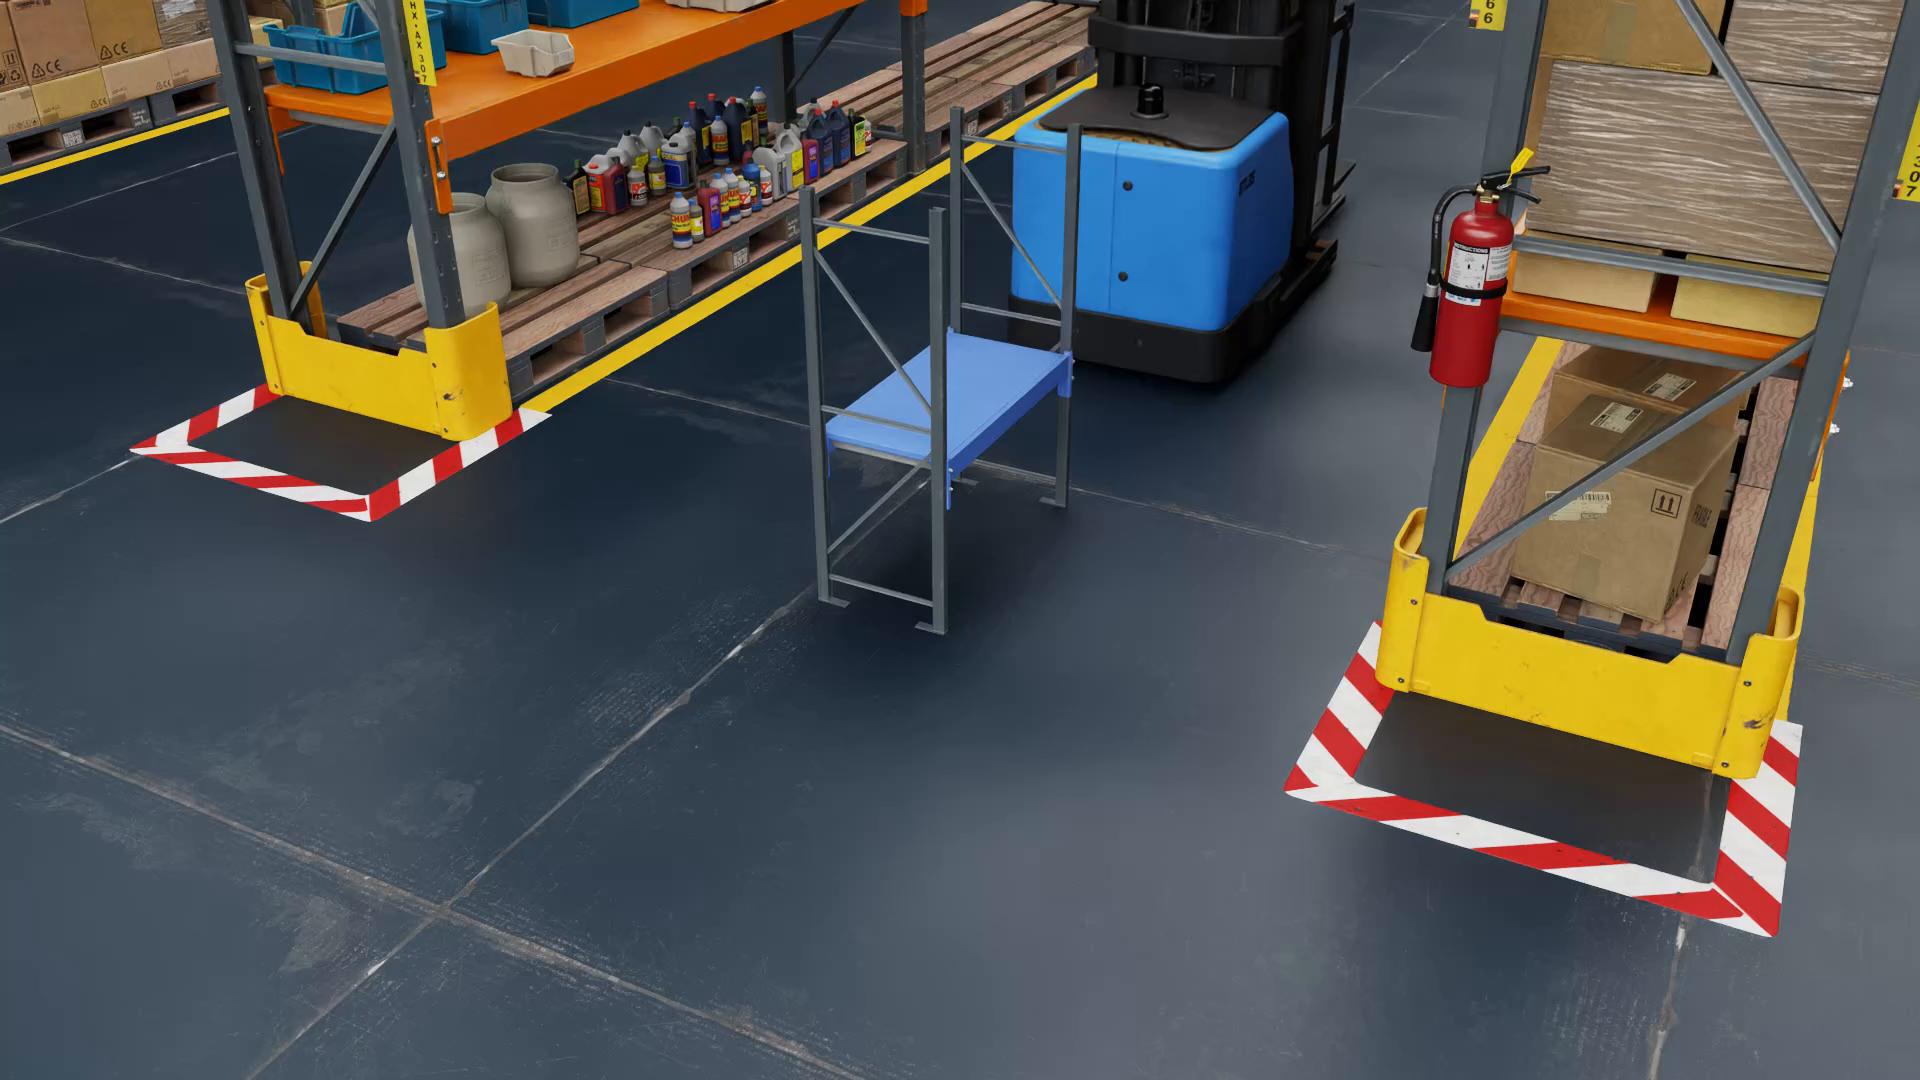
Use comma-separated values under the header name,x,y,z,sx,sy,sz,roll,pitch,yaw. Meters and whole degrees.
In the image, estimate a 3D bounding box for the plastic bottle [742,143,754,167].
name,x,y,z,sx,sy,sz,roll,pitch,yaw
plastic bottle,-1.125,-2.028,9.055,0.061,0.283,0.133,14,33,23

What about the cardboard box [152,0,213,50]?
name,x,y,z,sx,sy,sz,roll,pitch,yaw
cardboard box,-5.344,-3.607,11.106,0.500,0.500,0.500,14,33,23

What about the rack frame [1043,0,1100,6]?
name,x,y,z,sx,sy,sz,roll,pitch,yaw
rack frame,1.141,-5.415,12.667,1.000,3.000,0.127,14,33,23

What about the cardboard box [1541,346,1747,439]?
name,x,y,z,sx,sy,sz,roll,pitch,yaw
cardboard box,2.447,-0.388,6.003,0.500,0.500,0.500,24,38,36

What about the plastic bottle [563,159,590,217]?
name,x,y,z,sx,sy,sz,roll,pitch,yaw
plastic bottle,-2.020,-1.850,8.746,0.061,0.283,0.133,15,33,24

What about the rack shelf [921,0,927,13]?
name,x,y,z,sx,sy,sz,roll,pitch,yaw
rack shelf,0.230,-4.216,11.302,1.077,0.370,4.000,14,33,23

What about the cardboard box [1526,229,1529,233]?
name,x,y,z,sx,sy,sz,roll,pitch,yaw
cardboard box,2.034,-1.042,5.305,0.380,0.149,0.250,14,33,23

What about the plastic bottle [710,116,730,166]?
name,x,y,z,sx,sy,sz,roll,pitch,yaw
plastic bottle,-1.377,-2.294,9.530,0.097,0.271,0.097,0,30,0

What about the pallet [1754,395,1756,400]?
name,x,y,z,sx,sy,sz,roll,pitch,yaw
pallet,3.453,-1.003,7.784,1.003,0.211,1.213,14,33,23

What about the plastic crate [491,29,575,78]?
name,x,y,z,sx,sy,sz,roll,pitch,yaw
plastic crate,-1.809,-2.077,7.120,0.298,0.136,0.250,14,33,23

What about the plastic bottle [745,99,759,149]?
name,x,y,z,sx,sy,sz,roll,pitch,yaw
plastic bottle,-1.245,-2.439,9.771,0.061,0.283,0.133,14,33,23

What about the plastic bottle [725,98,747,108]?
name,x,y,z,sx,sy,sz,roll,pitch,yaw
plastic bottle,-1.340,-2.460,9.814,0.152,0.276,0.135,16,33,25

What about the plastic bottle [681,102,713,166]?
name,x,y,z,sx,sy,sz,roll,pitch,yaw
plastic bottle,-1.504,-2.336,9.524,0.144,0.351,0.185,13,32,21

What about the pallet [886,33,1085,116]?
name,x,y,z,sx,sy,sz,roll,pitch,yaw
pallet,0.197,-3.332,11.840,1.003,0.211,1.213,14,33,23

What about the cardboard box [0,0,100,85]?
name,x,y,z,sx,sy,sz,roll,pitch,yaw
cardboard box,-5.783,-3.160,10.327,0.500,0.500,0.500,14,33,23

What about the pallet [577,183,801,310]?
name,x,y,z,sx,sy,sz,roll,pitch,yaw
pallet,-1.579,-1.601,8.826,1.003,0.211,1.213,14,33,23

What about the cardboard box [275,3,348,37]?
name,x,y,z,sx,sy,sz,roll,pitch,yaw
cardboard box,-4.685,-3.879,12.332,0.500,0.250,0.500,13,33,22

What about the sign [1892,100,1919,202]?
name,x,y,z,sx,sy,sz,roll,pitch,yaw
sign,2.389,-0.997,4.105,0.100,0.325,0.005,14,33,23

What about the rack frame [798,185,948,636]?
name,x,y,z,sx,sy,sz,roll,pitch,yaw
rack frame,-0.270,-0.387,5.418,0.500,1.500,0.032,14,33,23

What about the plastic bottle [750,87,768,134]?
name,x,y,z,sx,sy,sz,roll,pitch,yaw
plastic bottle,-1.217,-2.607,10.076,0.097,0.271,0.097,0,30,0

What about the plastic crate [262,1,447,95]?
name,x,y,z,sx,sy,sz,roll,pitch,yaw
plastic crate,-2.542,-2.093,7.033,0.499,0.251,0.616,14,33,23

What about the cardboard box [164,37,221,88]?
name,x,y,z,sx,sy,sz,roll,pitch,yaw
cardboard box,-5.342,-3.282,11.292,0.500,0.250,0.500,14,33,23

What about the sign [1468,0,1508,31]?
name,x,y,z,sx,sy,sz,roll,pitch,yaw
sign,1.421,-1.518,4.402,0.100,0.325,0.005,14,33,23

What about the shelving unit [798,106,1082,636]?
name,x,y,z,sx,sy,sz,roll,pitch,yaw
shelving unit,-0.039,-0.613,5.811,0.538,1.500,1.048,14,33,23

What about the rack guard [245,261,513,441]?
name,x,y,z,sx,sy,sz,roll,pitch,yaw
rack guard,-2.511,-0.828,7.191,1.175,0.500,0.348,14,33,23

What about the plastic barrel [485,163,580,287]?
name,x,y,z,sx,sy,sz,roll,pitch,yaw
plastic barrel,-2.043,-1.503,7.931,0.421,0.512,0.421,0,30,0

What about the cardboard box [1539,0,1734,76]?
name,x,y,z,sx,sy,sz,roll,pitch,yaw
cardboard box,1.936,-1.650,4.709,0.500,0.500,0.500,14,33,23

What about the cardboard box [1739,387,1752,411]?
name,x,y,z,sx,sy,sz,roll,pitch,yaw
cardboard box,3.043,-0.899,6.892,0.500,0.500,0.500,11,32,19

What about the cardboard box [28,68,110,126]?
name,x,y,z,sx,sy,sz,roll,pitch,yaw
cardboard box,-5.784,-2.835,10.514,0.500,0.250,0.500,14,33,23

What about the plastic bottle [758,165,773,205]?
name,x,y,z,sx,sy,sz,roll,pitch,yaw
plastic bottle,-1.060,-1.910,8.932,0.097,0.201,0.097,0,30,0

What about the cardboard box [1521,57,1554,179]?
name,x,y,z,sx,sy,sz,roll,pitch,yaw
cardboard box,2.302,-1.403,5.282,0.875,0.500,0.500,14,33,23

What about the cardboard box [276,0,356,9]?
name,x,y,z,sx,sy,sz,roll,pitch,yaw
cardboard box,-4.679,-4.126,12.200,0.500,0.311,0.500,14,33,23

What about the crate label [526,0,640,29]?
name,x,y,z,sx,sy,sz,roll,pitch,yaw
crate label,-1.906,-2.761,8.010,0.502,0.435,0.616,14,33,23

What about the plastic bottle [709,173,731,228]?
name,x,y,z,sx,sy,sz,roll,pitch,yaw
plastic bottle,-1.244,-1.761,8.602,0.097,0.271,0.097,0,30,0

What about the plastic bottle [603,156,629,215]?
name,x,y,z,sx,sy,sz,roll,pitch,yaw
plastic bottle,-1.823,-1.876,8.791,0.061,0.283,0.133,14,33,23

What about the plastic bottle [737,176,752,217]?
name,x,y,z,sx,sy,sz,roll,pitch,yaw
plastic bottle,-1.153,-1.819,8.773,0.097,0.201,0.097,0,30,0

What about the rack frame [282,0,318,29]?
name,x,y,z,sx,sy,sz,roll,pitch,yaw
rack frame,-5.089,-4.767,11.539,1.000,3.000,0.127,14,33,23

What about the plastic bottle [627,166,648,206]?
name,x,y,z,sx,sy,sz,roll,pitch,yaw
plastic bottle,-1.735,-1.906,8.925,0.097,0.201,0.097,0,30,0

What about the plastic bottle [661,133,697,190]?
name,x,y,z,sx,sy,sz,roll,pitch,yaw
plastic bottle,-1.555,-2.093,9.175,0.152,0.276,0.135,14,33,23

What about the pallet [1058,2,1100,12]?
name,x,y,z,sx,sy,sz,roll,pitch,yaw
pallet,1.463,-4.564,13.986,1.003,0.211,1.213,14,33,23

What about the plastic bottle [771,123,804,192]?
name,x,y,z,sx,sy,sz,roll,pitch,yaw
plastic bottle,-0.953,-2.104,9.120,0.144,0.351,0.185,14,33,23

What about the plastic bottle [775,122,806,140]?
name,x,y,z,sx,sy,sz,roll,pitch,yaw
plastic bottle,-0.949,-2.237,9.428,0.152,0.276,0.135,14,33,23

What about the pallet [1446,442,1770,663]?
name,x,y,z,sx,sy,sz,roll,pitch,yaw
pallet,2.342,0.079,5.901,1.003,0.211,1.213,14,33,23

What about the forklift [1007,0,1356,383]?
name,x,y,z,sx,sy,sz,roll,pitch,yaw
forklift,1.321,-2.673,7.961,1.130,2.935,3.031,14,33,22

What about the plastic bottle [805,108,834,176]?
name,x,y,z,sx,sy,sz,roll,pitch,yaw
plastic bottle,-0.806,-2.247,9.370,0.144,0.351,0.185,13,32,21

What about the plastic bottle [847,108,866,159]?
name,x,y,z,sx,sy,sz,roll,pitch,yaw
plastic bottle,-0.607,-2.366,9.644,0.061,0.283,0.133,16,34,26

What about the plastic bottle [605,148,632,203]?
name,x,y,z,sx,sy,sz,roll,pitch,yaw
plastic bottle,-1.855,-1.958,8.941,0.152,0.276,0.135,13,32,22

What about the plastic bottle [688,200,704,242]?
name,x,y,z,sx,sy,sz,roll,pitch,yaw
plastic bottle,-1.353,-1.624,8.435,0.097,0.201,0.097,0,30,0

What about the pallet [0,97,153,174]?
name,x,y,z,sx,sy,sz,roll,pitch,yaw
pallet,-6.043,-2.672,10.690,1.003,0.211,1.213,14,33,23

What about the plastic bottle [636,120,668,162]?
name,x,y,z,sx,sy,sz,roll,pitch,yaw
plastic bottle,-1.698,-2.148,9.196,0.144,0.351,0.185,14,33,23

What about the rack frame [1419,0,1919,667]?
name,x,y,z,sx,sy,sz,roll,pitch,yaw
rack frame,1.906,-0.744,4.534,1.000,3.000,0.127,14,33,23

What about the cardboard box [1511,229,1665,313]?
name,x,y,z,sx,sy,sz,roll,pitch,yaw
cardboard box,1.852,-0.809,4.898,0.380,0.149,0.250,14,33,23
